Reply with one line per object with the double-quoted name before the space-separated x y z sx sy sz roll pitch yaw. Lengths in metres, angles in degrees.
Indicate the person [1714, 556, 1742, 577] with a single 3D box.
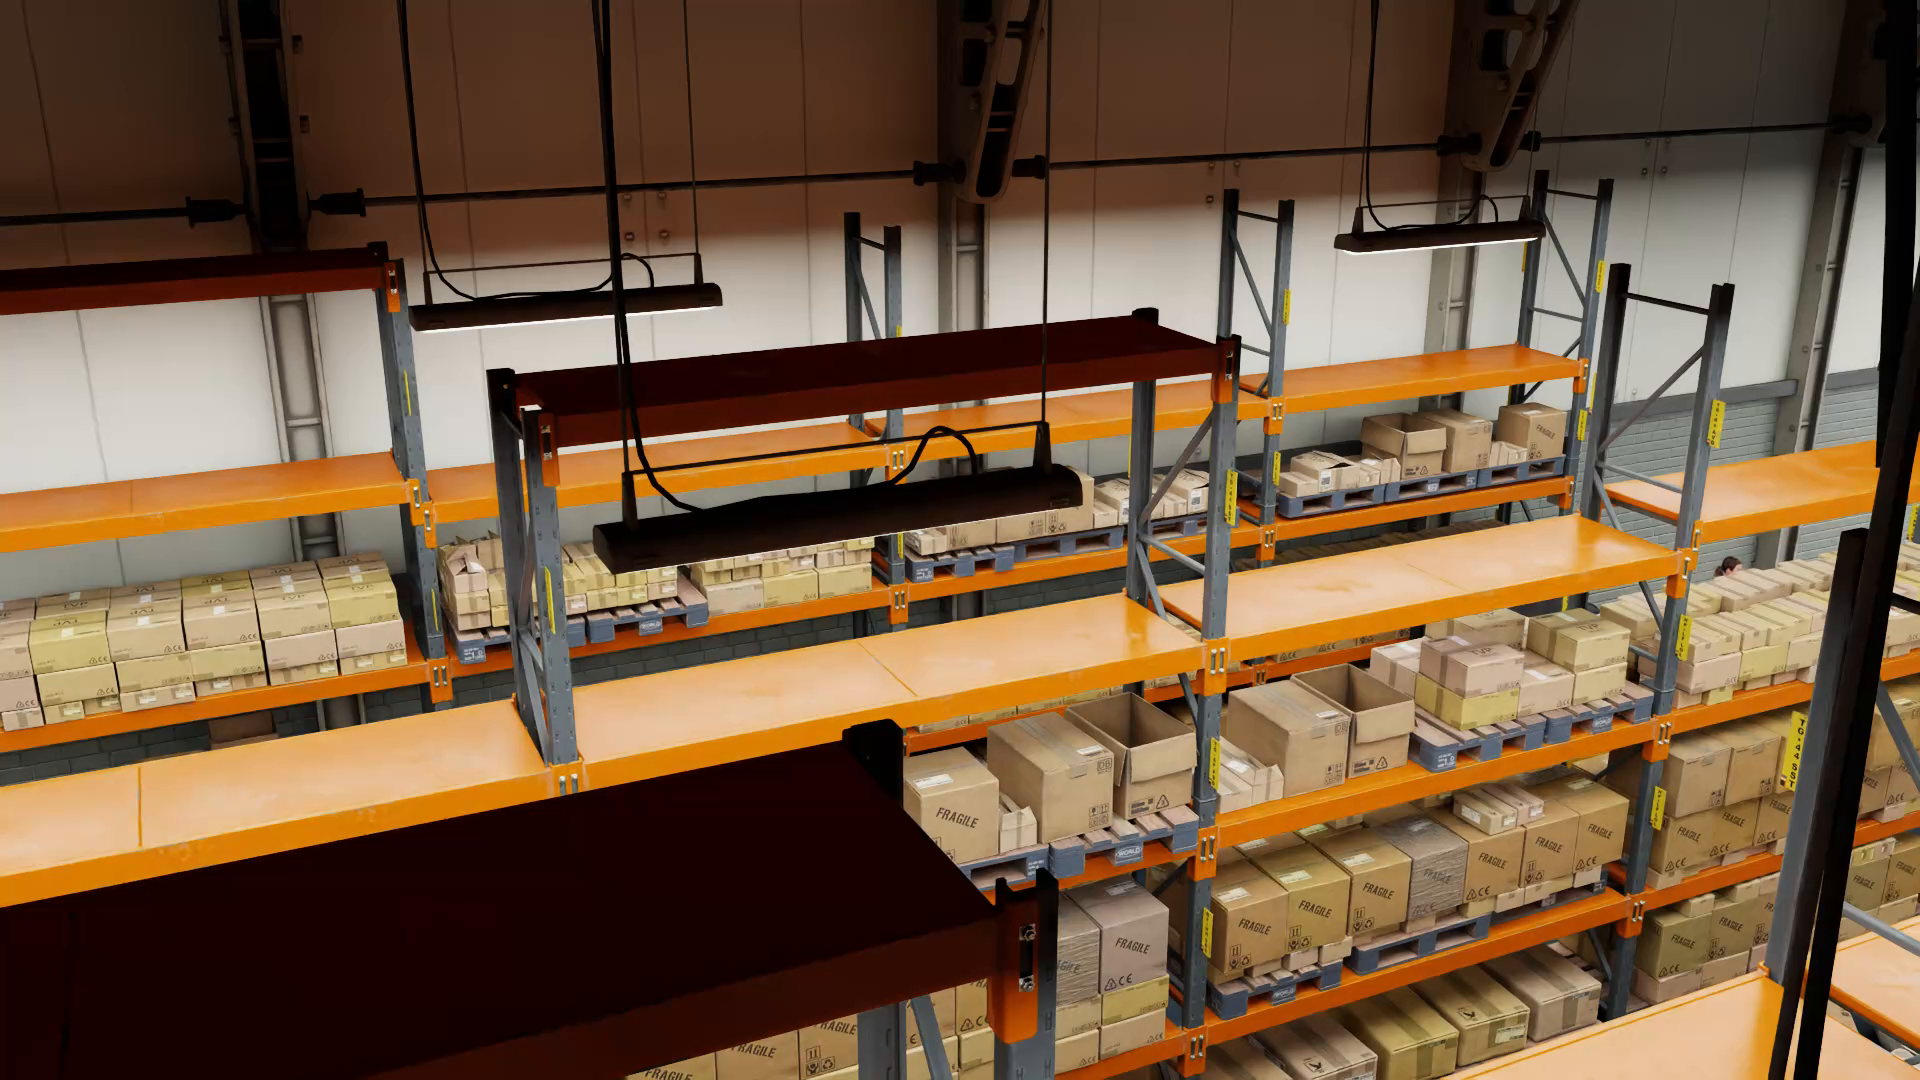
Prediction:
"person" 8.829 0.968 19.404 0.837 1.650 0.514 16 24 38
